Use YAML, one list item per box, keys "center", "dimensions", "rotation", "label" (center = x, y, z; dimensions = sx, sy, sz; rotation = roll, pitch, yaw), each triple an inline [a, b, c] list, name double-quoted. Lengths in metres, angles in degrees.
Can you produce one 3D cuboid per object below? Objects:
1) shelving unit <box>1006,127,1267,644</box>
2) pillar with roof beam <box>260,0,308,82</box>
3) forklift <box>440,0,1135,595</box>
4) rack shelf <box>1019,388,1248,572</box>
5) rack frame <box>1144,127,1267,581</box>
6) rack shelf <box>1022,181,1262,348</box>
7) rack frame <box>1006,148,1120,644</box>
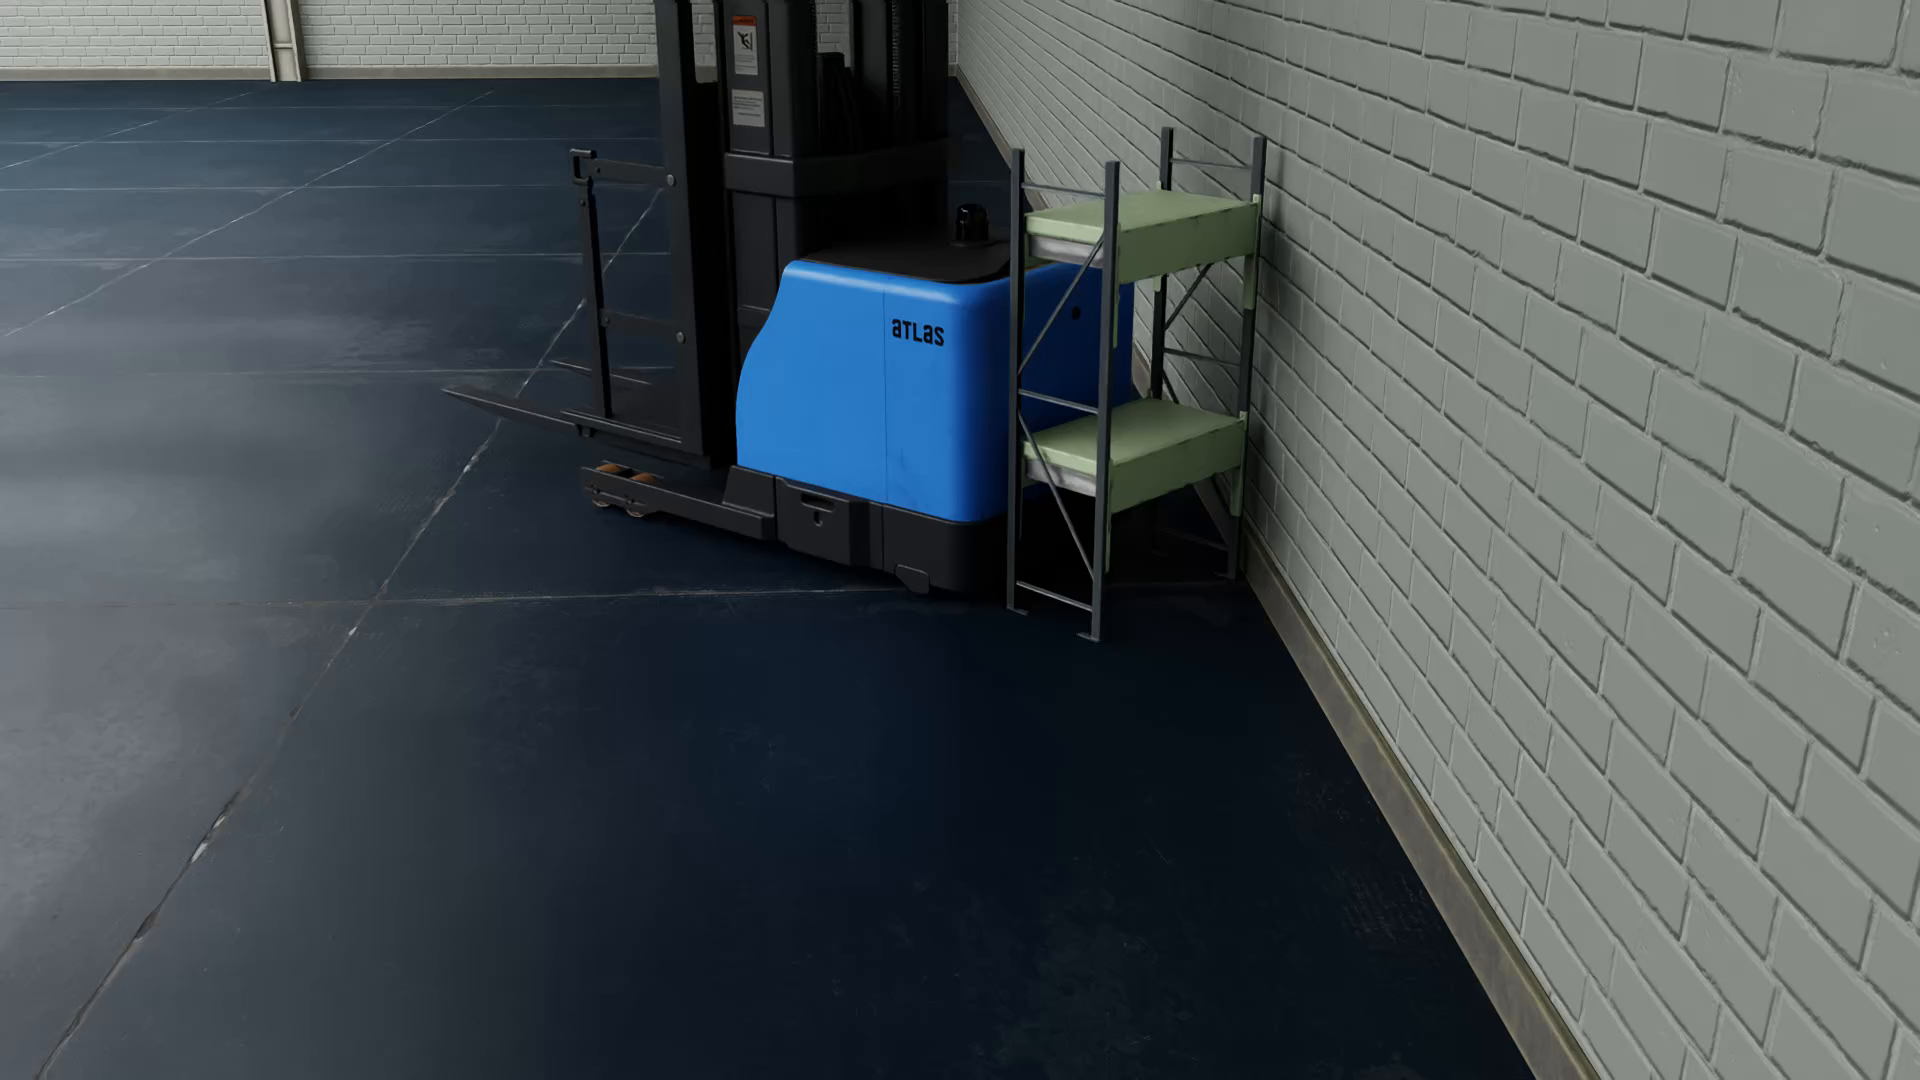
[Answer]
- center: [0.560, -0.518, 5.374]
  dimensions: [0.431, 1.500, 0.755]
  rotation: [19, 28, 41]
  label: "shelving unit"
- center: [-8.760, -8.856, 16.735]
  dimensions: [0.400, 9.000, 9.100]
  rotation: [-1, 21, -3]
  label: "pillar with roof beam"
- center: [-0.849, -1.588, 6.174]
  dimensions: [3.031, 2.935, 1.130]
  rotation: [15, 25, 34]
  label: "forklift"
- center: [0.560, -0.213, 5.490]
  dimensions: [0.431, 0.370, 0.720]
  rotation: [19, 28, 41]
  label: "rack shelf"
- center: [0.815, -0.612, 5.620]
  dimensions: [0.400, 1.500, 0.023]
  rotation: [19, 28, 41]
  label: "rack frame"
- center: [0.560, -0.883, 5.235]
  dimensions: [0.431, 0.370, 0.720]
  rotation: [19, 28, 41]
  label: "rack shelf"
- center: [0.305, -0.425, 5.129]
  dimensions: [0.400, 1.500, 0.023]
  rotation: [19, 28, 41]
  label: "rack frame"
